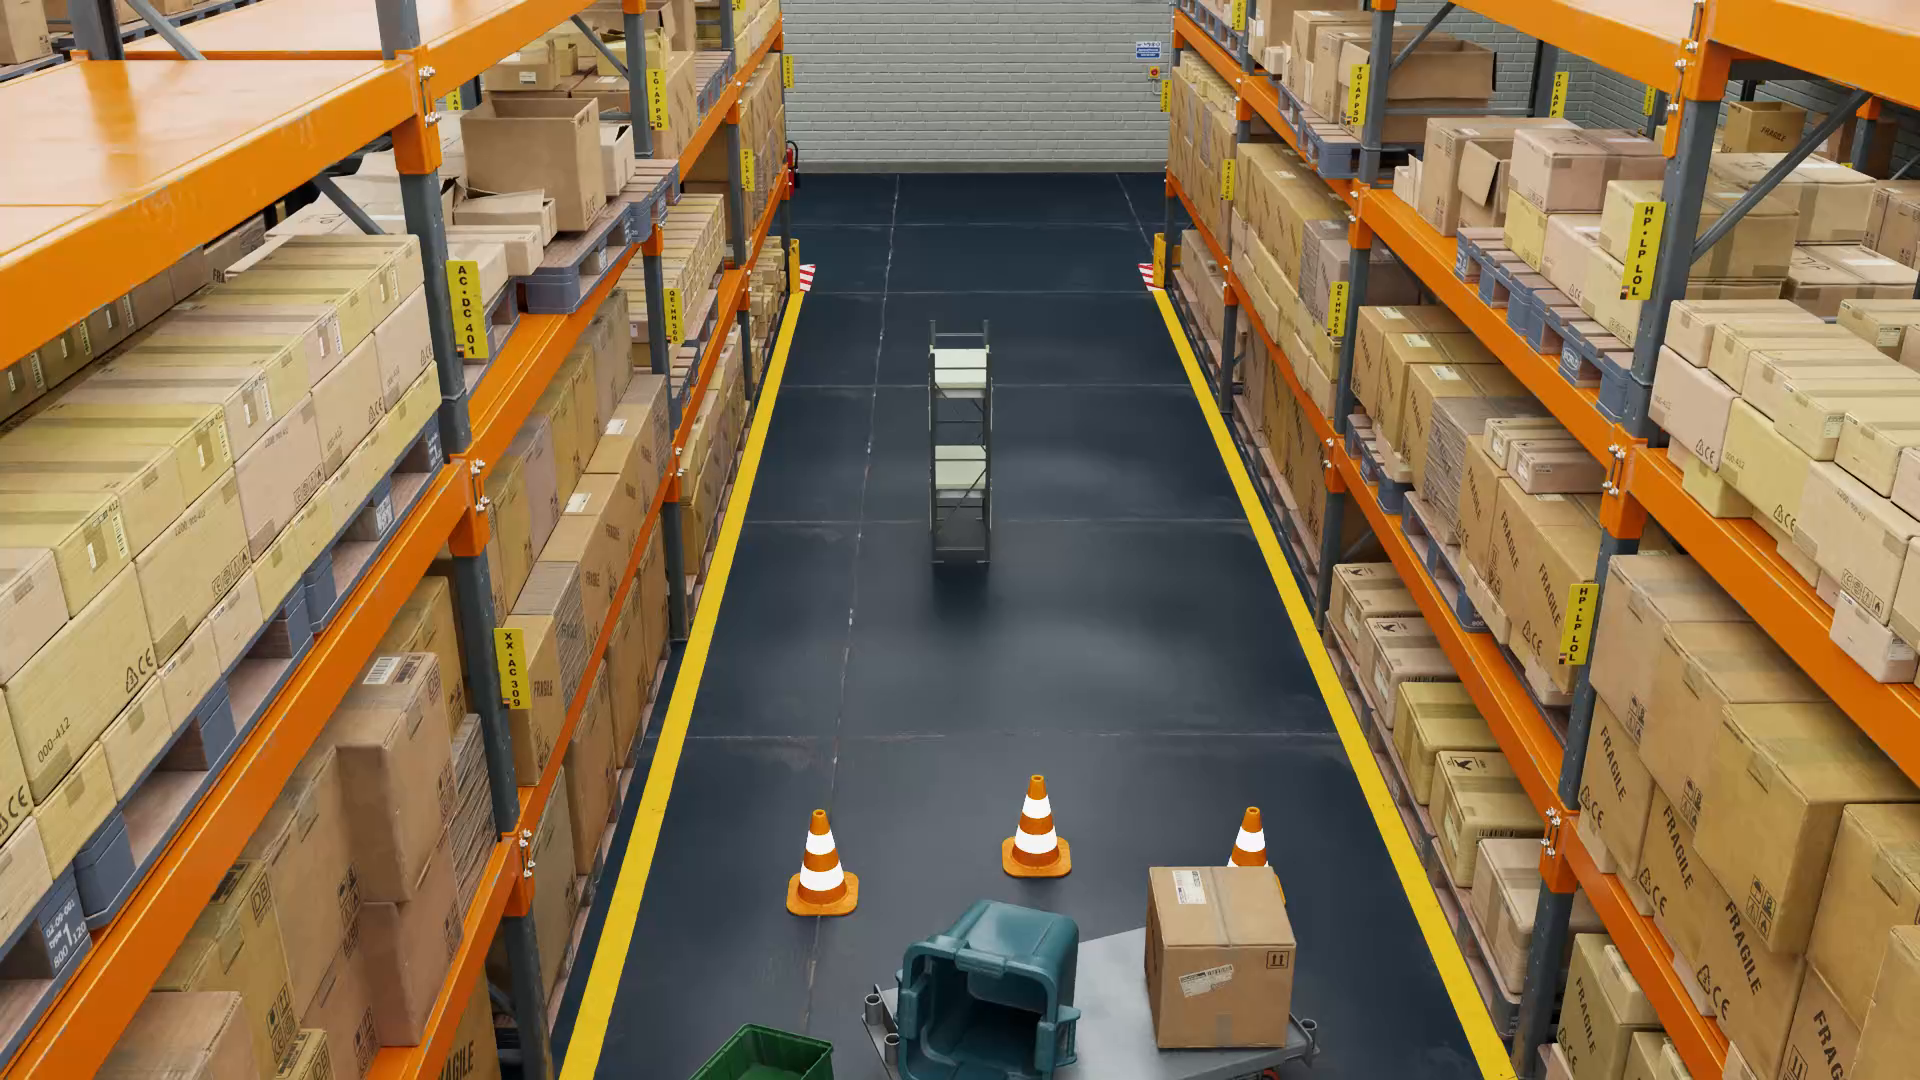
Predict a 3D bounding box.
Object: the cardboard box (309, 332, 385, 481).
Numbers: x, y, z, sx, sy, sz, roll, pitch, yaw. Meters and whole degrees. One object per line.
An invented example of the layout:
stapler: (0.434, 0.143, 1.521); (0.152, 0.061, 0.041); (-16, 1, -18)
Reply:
cardboard box: (-1.886, -0.366, 4.469); (0.500, 0.250, 0.500); (0, 24, -1)

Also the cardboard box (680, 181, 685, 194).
cardboard box: (-2.529, -2.781, 13.776); (0.500, 0.500, 0.500); (0, 24, 0)

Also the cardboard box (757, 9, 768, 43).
cardboard box: (-1.985, -4.528, 14.665); (0.500, 0.250, 0.500); (1, 24, 2)

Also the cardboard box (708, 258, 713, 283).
cardboard box: (-2.032, -2.003, 12.334); (0.380, 0.149, 0.250); (-1, 24, -3)

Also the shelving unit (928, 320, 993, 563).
shelving unit: (0.000, -0.681, 11.435); (0.431, 1.500, 0.755); (0, 24, -1)

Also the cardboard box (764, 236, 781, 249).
cardboard box: (-2.025, -2.996, 16.963); (0.380, 0.149, 0.250); (0, 24, 0)

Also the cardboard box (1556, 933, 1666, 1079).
cardboard box: (2.532, 1.795, 6.058); (0.500, 0.500, 0.500); (1, 24, 2)

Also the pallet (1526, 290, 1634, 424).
pallet: (2.895, -0.705, 6.257); (1.213, 0.211, 1.003); (0, 24, -1)

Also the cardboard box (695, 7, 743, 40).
cardboard box: (-2.006, -4.127, 13.171); (0.500, 0.250, 0.500); (1, 24, 1)

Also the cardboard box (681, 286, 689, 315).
cardboard box: (-2.018, -1.594, 11.069); (0.380, 0.149, 0.250); (0, 24, 0)

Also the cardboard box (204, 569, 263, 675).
cardboard box: (-1.812, 0.183, 3.739); (0.380, 0.149, 0.250); (0, 24, -1)

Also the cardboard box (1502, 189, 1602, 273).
cardboard box: (2.639, -1.318, 7.056); (0.500, 0.250, 0.500); (0, 24, 0)

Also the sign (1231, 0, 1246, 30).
sign: (2.153, -4.101, 12.814); (0.100, 0.325, 0.005); (0, 24, -1)

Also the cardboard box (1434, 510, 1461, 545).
cardboard box: (2.538, -0.093, 8.112); (0.380, 0.149, 0.250); (1, 24, 1)

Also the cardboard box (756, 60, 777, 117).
cardboard box: (-2.025, -4.290, 15.901); (0.500, 0.500, 0.500); (-1, 24, -2)

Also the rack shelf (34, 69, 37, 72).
rack shelf: (-7.223, -4.284, 14.815); (1.077, 0.370, 4.000); (0, 24, -1)

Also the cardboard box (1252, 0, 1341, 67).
cardboard box: (2.427, -3.705, 12.031); (0.500, 0.500, 0.500); (-1, 24, -2)

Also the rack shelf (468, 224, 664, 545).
rack shelf: (-2.175, -0.968, 7.484); (1.077, 0.370, 4.000); (0, 24, -1)

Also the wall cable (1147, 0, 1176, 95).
wall cable: (2.579, -6.915, 22.127); (0.585, 1.953, 0.123); (0, 24, -1)

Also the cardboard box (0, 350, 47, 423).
cardboard box: (-2.476, -0.386, 4.030); (0.380, 0.149, 0.250); (0, 24, 0)

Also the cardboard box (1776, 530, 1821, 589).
cardboard box: (2.576, 0.021, 4.728); (0.380, 0.149, 0.250); (0, 24, 1)

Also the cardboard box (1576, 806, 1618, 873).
cardboard box: (2.478, 1.077, 6.035); (0.380, 0.149, 0.250); (0, 24, -1)

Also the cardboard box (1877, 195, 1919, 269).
cardboard box: (7.458, -2.313, 12.592); (0.700, 0.500, 0.500); (0, 24, 0)

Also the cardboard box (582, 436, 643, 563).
cardboard box: (-1.914, -0.203, 8.438); (0.500, 0.500, 0.500); (-1, 24, -1)

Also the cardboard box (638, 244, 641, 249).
cardboard box: (-2.696, -2.314, 13.022); (0.380, 0.149, 0.250); (-1, 24, -3)

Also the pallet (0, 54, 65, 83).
pallet: (-7.142, -3.323, 12.050); (0.805, 0.209, 1.217); (-1, 24, -3)

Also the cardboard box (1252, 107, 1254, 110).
cardboard box: (2.492, -3.497, 13.720); (0.380, 0.149, 0.250); (0, 24, 1)

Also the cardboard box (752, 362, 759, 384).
cardboard box: (-1.924, -1.446, 14.256); (0.380, 0.149, 0.250); (-1, 24, -3)

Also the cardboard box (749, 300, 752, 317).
cardboard box: (-2.059, -2.033, 14.834); (0.380, 0.149, 0.250); (-1, 24, -2)

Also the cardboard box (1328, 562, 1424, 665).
cardboard box: (2.748, 0.421, 9.857); (0.950, 0.372, 0.625); (-2, 24, -4)

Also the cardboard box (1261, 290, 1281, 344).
cardboard box: (2.442, -1.584, 11.795); (0.500, 0.250, 0.500); (-1, 24, -1)

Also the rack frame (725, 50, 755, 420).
rack frame: (-2.241, -2.402, 13.420); (1.000, 3.000, 0.127); (0, 24, -1)

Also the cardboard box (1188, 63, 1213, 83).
cardboard box: (2.374, -4.439, 15.804); (0.380, 0.149, 0.250); (-1, 24, -2)

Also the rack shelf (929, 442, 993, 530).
rack shelf: (0.000, -0.384, 11.569); (0.431, 0.370, 0.720); (0, 24, -1)

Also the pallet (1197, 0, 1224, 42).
pallet: (2.699, -4.631, 14.816); (1.003, 0.211, 1.213); (0, 24, -1)

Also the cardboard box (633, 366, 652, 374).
cardboard box: (-2.000, -1.016, 10.151); (0.380, 0.149, 0.250); (-1, 24, -1)

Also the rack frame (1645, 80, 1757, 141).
rack frame: (7.627, -4.138, 17.259); (1.000, 3.000, 0.127); (0, 24, -1)

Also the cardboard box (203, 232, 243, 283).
cardboard box: (-7.139, -2.288, 15.237); (0.875, 0.875, 0.875); (0, 24, -1)

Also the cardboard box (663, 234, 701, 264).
cardboard box: (-2.028, -2.048, 11.712); (0.380, 0.149, 0.250); (-1, 24, -3)

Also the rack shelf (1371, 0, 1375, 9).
rack shelf: (2.730, -3.865, 10.734); (1.077, 0.370, 4.000); (0, 24, -1)

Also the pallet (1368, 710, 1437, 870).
pallet: (2.769, 1.277, 8.671); (1.003, 0.211, 1.213); (0, 24, -1)

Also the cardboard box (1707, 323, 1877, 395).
cardboard box: (2.504, -0.546, 5.015); (0.380, 0.149, 0.250); (0, 24, 1)

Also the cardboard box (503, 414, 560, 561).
cardboard box: (-2.178, -0.231, 7.286); (0.700, 0.500, 0.500); (0, 24, 0)

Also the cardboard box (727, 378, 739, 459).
cardboard box: (-1.976, -0.939, 12.710); (0.500, 0.500, 0.500); (-1, 24, -2)

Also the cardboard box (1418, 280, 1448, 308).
cardboard box: (2.991, -1.523, 10.142); (0.500, 0.500, 0.500); (-1, 24, -2)

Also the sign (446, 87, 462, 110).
sign: (-2.740, -2.354, 9.048); (0.100, 0.325, 0.005); (0, 24, -1)

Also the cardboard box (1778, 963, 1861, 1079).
cardboard box: (2.568, 1.454, 4.413); (0.500, 0.500, 0.500); (0, 24, 0)

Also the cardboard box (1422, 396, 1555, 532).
cardboard box: (2.548, -0.364, 7.922); (0.500, 0.500, 0.500); (-1, 24, -3)

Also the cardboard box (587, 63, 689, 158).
cardboard box: (-1.950, -2.608, 10.116); (0.500, 0.500, 0.500); (0, 24, -1)

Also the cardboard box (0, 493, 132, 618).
cardboard box: (-1.808, 0.028, 3.115); (0.380, 0.149, 0.250); (-1, 24, -1)

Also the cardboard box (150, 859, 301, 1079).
cardboard box: (-2.180, 1.154, 4.066); (0.875, 0.550, 0.500); (0, 24, -1)

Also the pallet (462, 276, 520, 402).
pallet: (-2.213, -0.762, 6.388); (0.805, 0.209, 1.217); (-1, 24, -3)

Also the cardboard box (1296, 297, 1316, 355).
cardboard box: (2.483, -1.387, 10.751); (0.500, 0.250, 0.500); (-1, 24, -2)

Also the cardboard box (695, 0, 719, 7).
cardboard box: (-2.002, -4.231, 12.916); (0.380, 0.149, 0.250); (-1, 24, -2)

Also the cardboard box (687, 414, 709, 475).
cardboard box: (-1.968, -0.642, 11.143); (0.500, 0.250, 0.500); (-1, 24, -1)

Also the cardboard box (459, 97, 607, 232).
cardboard box: (-1.898, -1.688, 7.449); (0.500, 0.500, 0.500); (0, 24, -1)

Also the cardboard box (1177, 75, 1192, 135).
cardboard box: (2.397, -4.203, 16.069); (0.500, 0.500, 0.500); (-1, 24, -2)

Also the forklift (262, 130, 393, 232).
forklift: (-4.681, -1.934, 12.468); (1.130, 2.935, 3.031); (0, 24, 0)
